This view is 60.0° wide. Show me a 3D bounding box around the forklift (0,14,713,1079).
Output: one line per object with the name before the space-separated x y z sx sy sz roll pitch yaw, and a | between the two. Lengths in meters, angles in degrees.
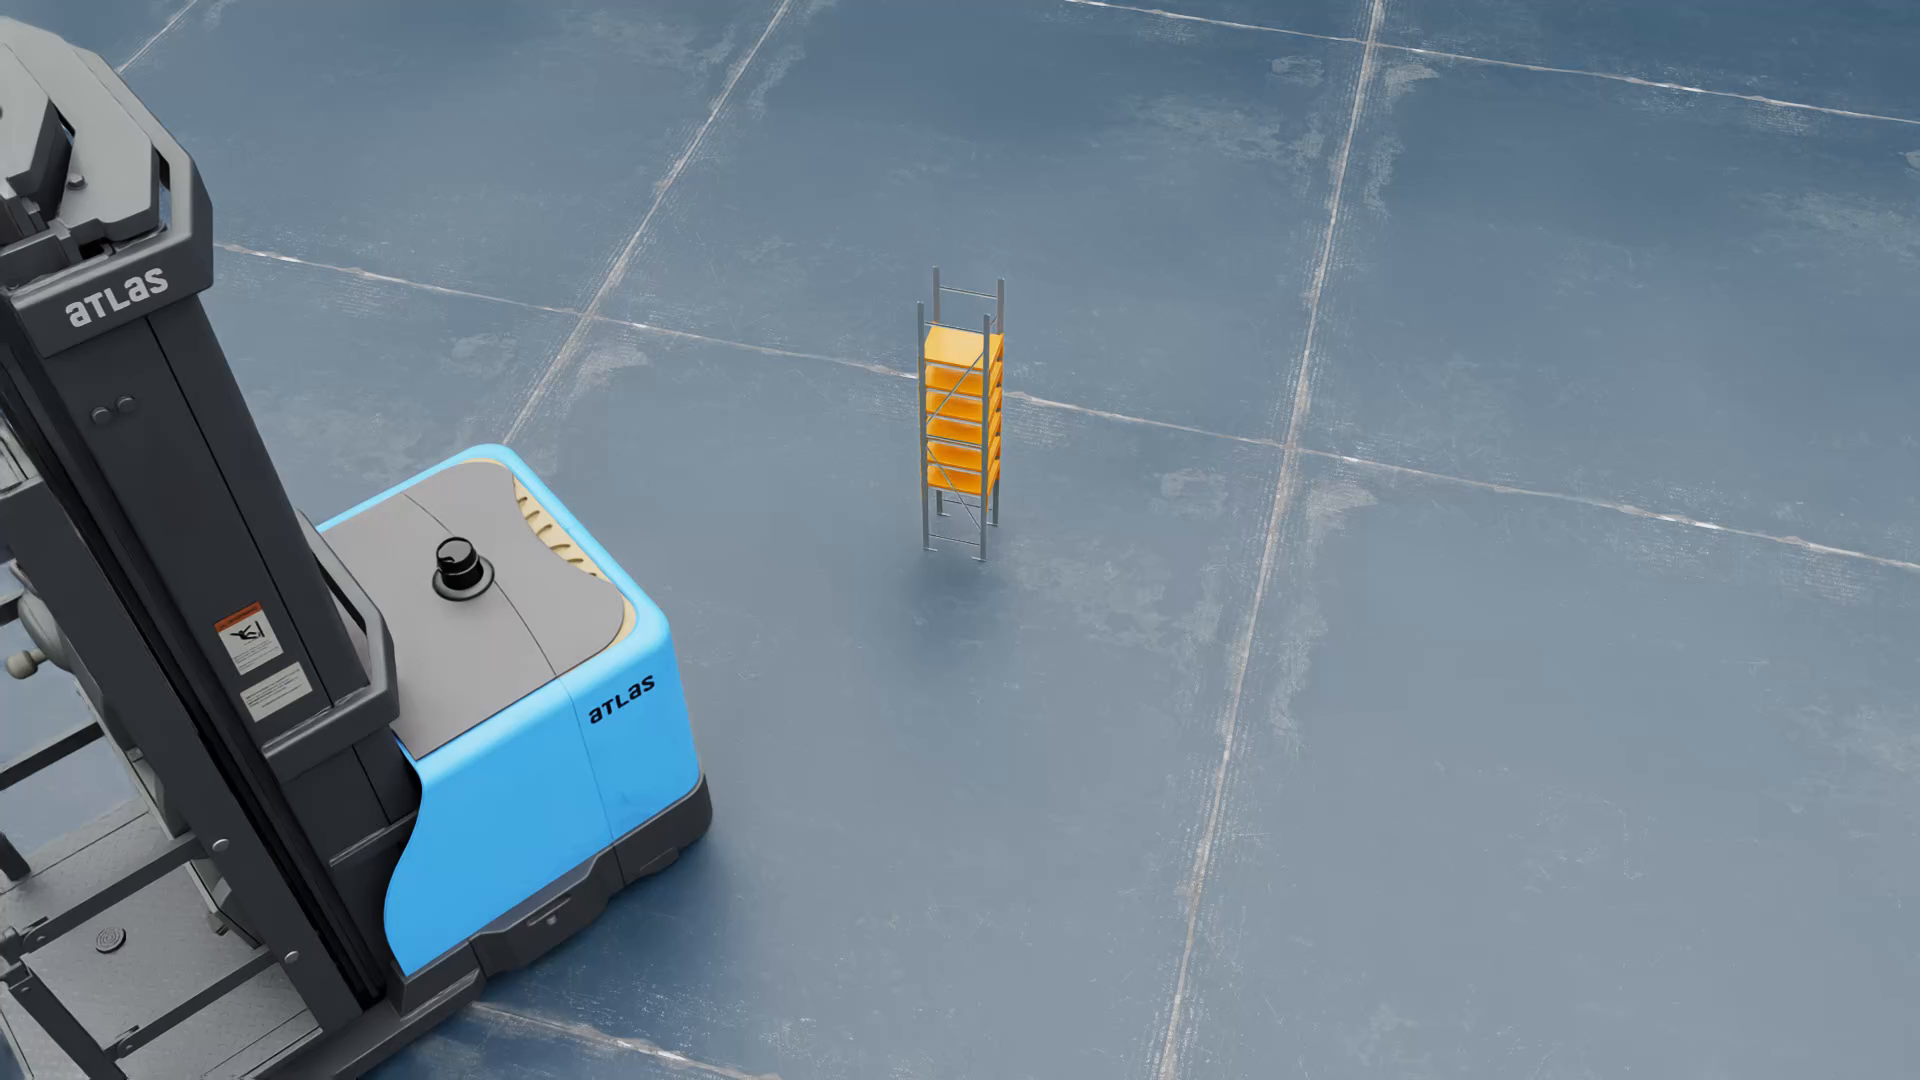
forklift | -2.253 0.406 3.937 3.031 2.935 1.130 -32 56 -25

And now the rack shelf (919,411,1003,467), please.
rack shelf | 0.004 -0.378 5.843 0.258 0.103 0.180 12 50 10

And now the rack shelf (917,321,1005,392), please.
rack shelf | 0.004 -0.616 5.573 0.258 0.103 0.180 12 50 10

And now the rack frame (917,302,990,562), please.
rack frame | -0.020 -0.341 5.751 0.240 1.200 0.006 12 50 10

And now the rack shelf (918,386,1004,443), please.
rack shelf | 0.004 -0.458 5.753 0.258 0.103 0.180 12 50 10

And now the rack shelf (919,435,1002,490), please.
rack shelf | 0.004 -0.299 5.933 0.258 0.103 0.180 12 50 10

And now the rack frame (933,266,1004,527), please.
rack frame | 0.028 -0.474 5.868 0.240 1.200 0.006 12 50 10

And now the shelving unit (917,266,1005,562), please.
shelving unit | 0.004 -0.407 5.809 0.258 1.200 0.189 12 50 10

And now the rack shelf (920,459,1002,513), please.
rack shelf | 0.004 -0.219 6.023 0.258 0.103 0.180 12 50 10

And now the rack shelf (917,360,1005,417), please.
rack shelf | 0.004 -0.537 5.663 0.258 0.103 0.180 12 50 10
